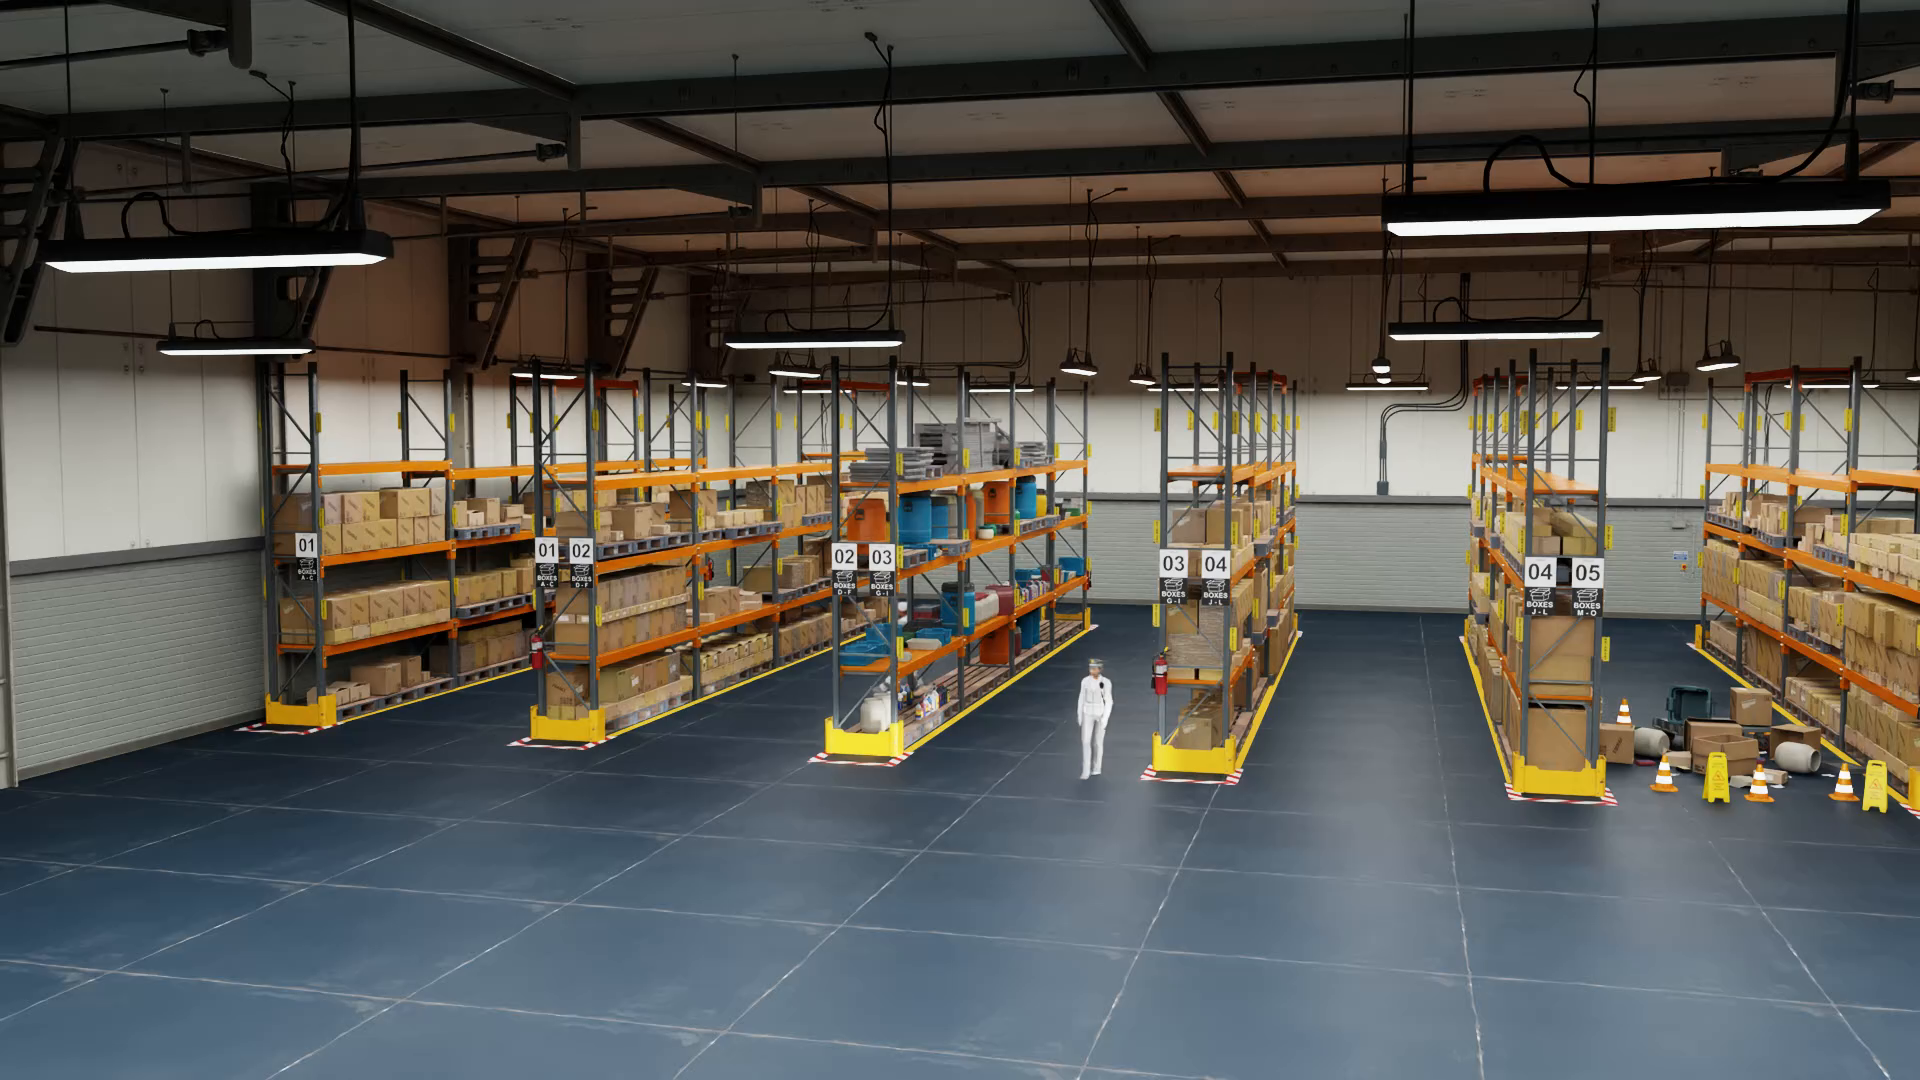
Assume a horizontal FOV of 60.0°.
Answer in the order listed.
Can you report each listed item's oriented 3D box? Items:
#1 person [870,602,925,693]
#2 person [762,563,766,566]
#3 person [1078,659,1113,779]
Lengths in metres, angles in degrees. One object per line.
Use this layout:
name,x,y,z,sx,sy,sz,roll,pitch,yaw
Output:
person,-1.109,1.965,30.256,1.023,1.706,0.569,3,5,34
person,-4.766,1.342,40.748,0.444,1.540,0.972,1,4,13
person,1.903,2.549,23.537,0.520,1.755,0.557,1,4,15
